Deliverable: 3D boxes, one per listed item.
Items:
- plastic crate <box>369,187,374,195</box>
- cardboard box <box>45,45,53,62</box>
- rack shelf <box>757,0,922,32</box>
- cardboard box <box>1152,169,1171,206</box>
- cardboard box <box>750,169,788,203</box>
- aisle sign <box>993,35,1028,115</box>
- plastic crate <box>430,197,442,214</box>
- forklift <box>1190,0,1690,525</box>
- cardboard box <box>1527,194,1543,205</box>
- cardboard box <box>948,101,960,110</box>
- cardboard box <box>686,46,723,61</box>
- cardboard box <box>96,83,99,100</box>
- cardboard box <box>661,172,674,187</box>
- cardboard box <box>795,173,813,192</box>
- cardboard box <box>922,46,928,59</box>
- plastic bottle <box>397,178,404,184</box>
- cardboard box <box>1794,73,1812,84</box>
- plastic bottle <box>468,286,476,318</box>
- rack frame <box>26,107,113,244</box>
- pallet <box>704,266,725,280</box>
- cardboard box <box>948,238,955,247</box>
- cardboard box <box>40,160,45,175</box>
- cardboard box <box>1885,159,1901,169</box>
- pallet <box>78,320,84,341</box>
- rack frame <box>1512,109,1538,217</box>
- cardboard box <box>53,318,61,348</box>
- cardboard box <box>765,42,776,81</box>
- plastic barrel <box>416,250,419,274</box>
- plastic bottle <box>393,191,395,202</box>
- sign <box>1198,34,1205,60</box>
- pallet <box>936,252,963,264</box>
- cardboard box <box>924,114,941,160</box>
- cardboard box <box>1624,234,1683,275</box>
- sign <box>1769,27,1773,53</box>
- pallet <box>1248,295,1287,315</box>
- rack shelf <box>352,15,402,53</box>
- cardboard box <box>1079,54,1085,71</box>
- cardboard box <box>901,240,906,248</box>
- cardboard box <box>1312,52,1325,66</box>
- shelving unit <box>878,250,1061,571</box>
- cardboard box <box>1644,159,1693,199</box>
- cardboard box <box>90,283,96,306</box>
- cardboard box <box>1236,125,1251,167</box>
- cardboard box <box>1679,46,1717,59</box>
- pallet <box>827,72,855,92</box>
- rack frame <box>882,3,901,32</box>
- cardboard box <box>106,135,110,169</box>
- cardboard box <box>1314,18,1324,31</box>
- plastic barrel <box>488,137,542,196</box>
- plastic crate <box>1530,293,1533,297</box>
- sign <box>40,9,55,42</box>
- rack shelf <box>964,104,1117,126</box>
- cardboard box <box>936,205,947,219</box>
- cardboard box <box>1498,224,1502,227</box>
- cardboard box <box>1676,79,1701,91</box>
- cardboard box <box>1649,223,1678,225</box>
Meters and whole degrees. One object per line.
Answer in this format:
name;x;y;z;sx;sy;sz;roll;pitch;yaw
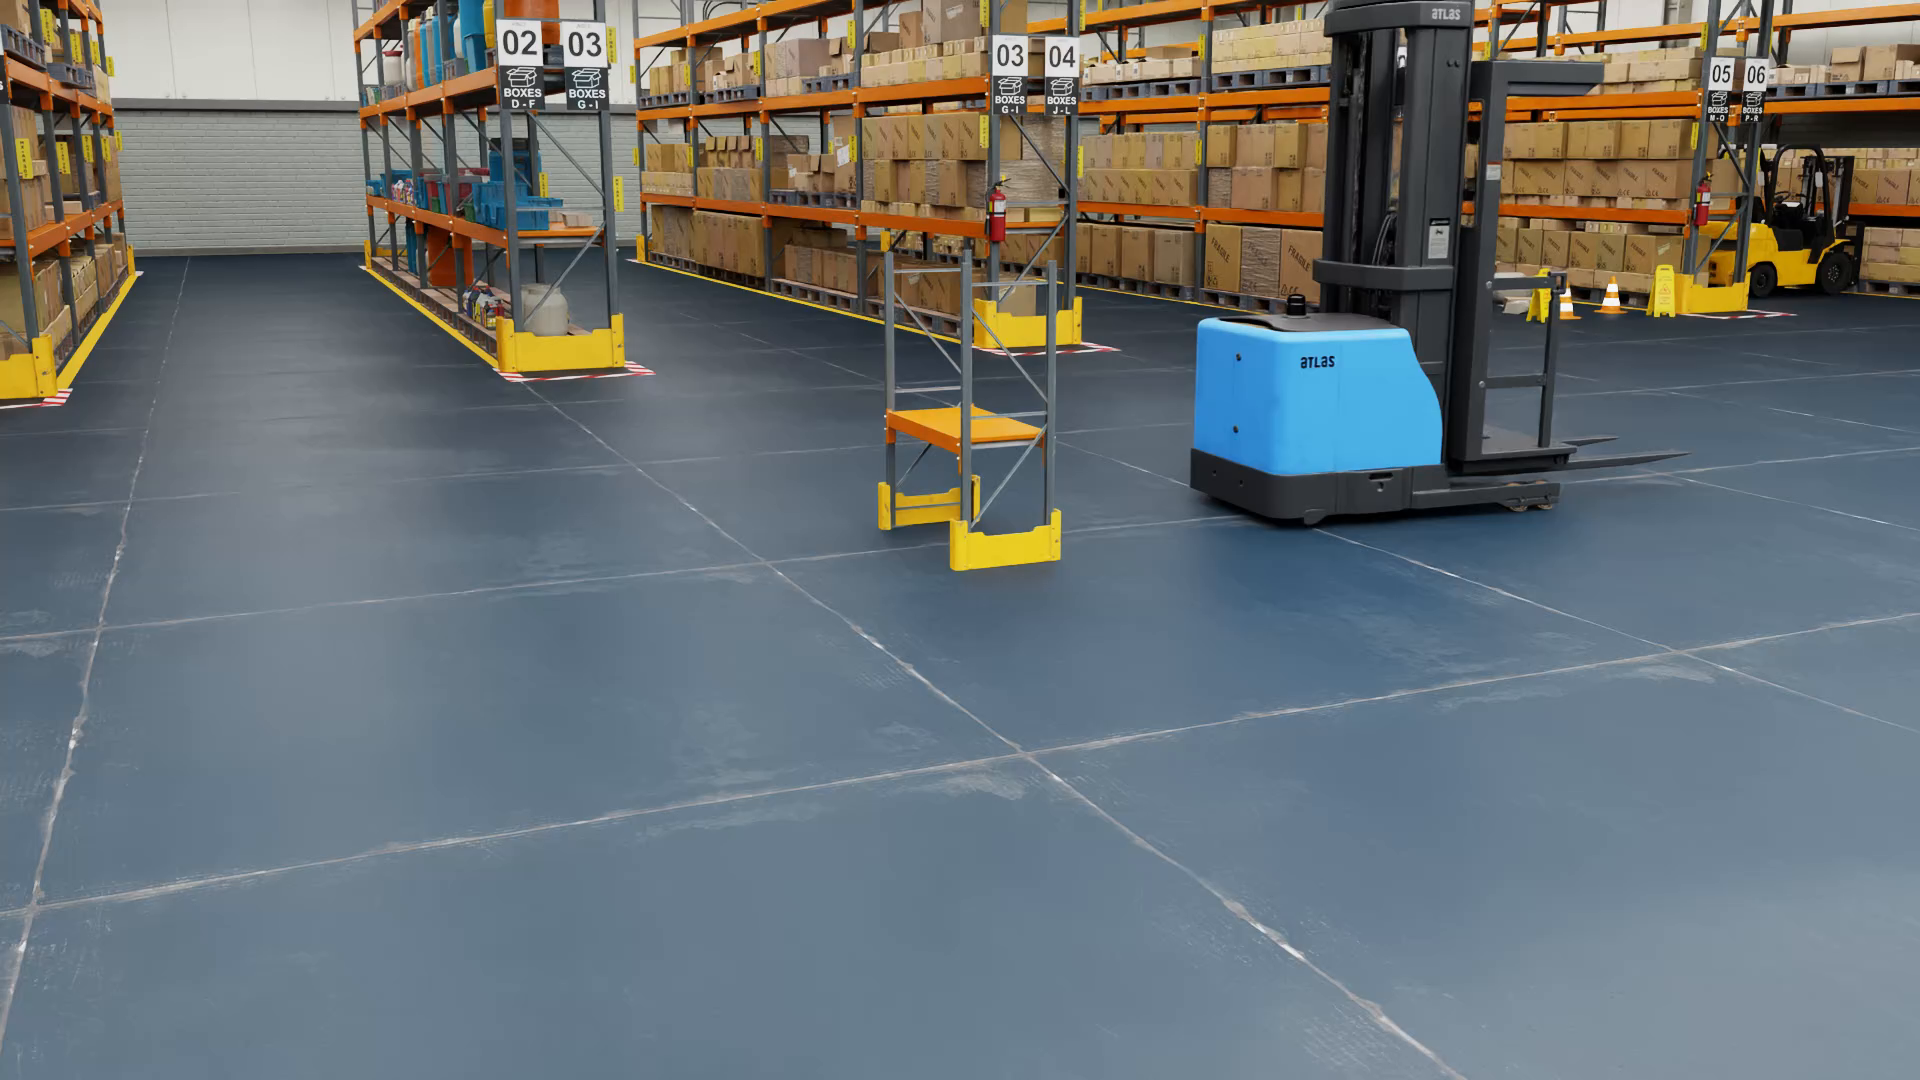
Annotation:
plastic crate;-10.058;-6.028;28.716;0.250;0.136;0.298;-6;14;-23
cardboard box;-11.055;-5.720;19.682;0.500;0.250;0.500;-5;14;-21
rack shelf;-1.636;-7.181;22.422;1.077;0.370;4.000;-6;14;-23
cardboard box;3.094;-5.054;23.834;0.500;0.500;0.500;-6;14;-24
cardboard box;-2.862;-5.345;25.090;0.500;0.500;0.500;-5;14;-21
aisle sign;0.518;-4.791;17.151;0.394;0.787;0.004;-6;14;-23
plastic crate;-6.329;-4.174;20.722;0.450;0.188;0.662;-6;14;-23
forklift;2.942;-1.695;9.695;3.031;2.935;1.130;-5;14;-20
cardboard box;8.428;-4.915;24.012;0.380;0.149;0.250;-5;14;-21
cardboard box;0.102;-7.936;30.185;0.500;0.250;0.500;-5;14;-22
cardboard box;-4.410;-8.367;28.678;0.500;0.250;0.500;-7;15;-27
cardboard box;-13.086;-6.660;24.675;0.500;0.250;0.500;-6;14;-23
cardboard box;-5.071;-6.500;29.973;0.500;0.250;0.500;-6;14;-24
cardboard box;-1.976;-4.981;23.141;0.500;0.250;0.500;-6;14;-25
cardboard box;-0.211;-5.506;18.803;0.380;0.149;0.250;-6;15;-26
plastic bottle;-8.717;-5.461;25.924;0.144;0.351;0.185;-6;14;-23
cardboard box;13.001;-7.048;25.421;0.380;0.149;0.250;-5;14;-21
plastic bottle;-5.430;-2.663;18.621;0.144;0.351;0.185;-5;14;-21
rack frame;-13.118;-5.149;24.466;1.000;3.000;0.127;-6;14;-23
pallet;-3.661;-4.532;27.983;1.003;0.211;1.213;-6;14;-23
cardboard box;0.009;-5.522;30.808;0.380;0.149;0.250;-6;14;-26
cardboard box;-9.510;-3.773;16.859;0.380;0.149;0.250;-6;14;-24
cardboard box;13.733;-5.481;24.238;0.380;0.149;0.250;-6;14;-23
pallet;-10.244;-2.287;18.281;1.003;0.211;1.213;-6;14;-23
rack frame;8.246;-5.285;25.055;1.000;3.000;0.127;-6;14;-23
cardboard box;-8.921;-1.976;15.922;0.500;0.250;0.500;-6;14;-23
cardboard box;-2.484;-6.850;23.832;0.500;0.500;0.500;-5;14;-22
plastic barrel;-7.947;-4.203;24.965;0.421;0.512;0.421;0;13;0
plastic bottle;-8.705;-5.335;25.709;0.097;0.201;0.097;0;13;0
sign;3.257;-6.633;22.380;0.100;0.325;0.005;-6;14;-23
pallet;0.244;-5.247;31.074;1.003;0.211;1.213;-6;14;-23
cardboard box;-0.083;-4.542;18.745;0.500;0.500;0.500;-6;14;-23
cardboard box;9.288;-3.831;22.275;0.500;0.500;0.500;-6;14;-23
sign;10.345;-6.395;21.259;0.100;0.325;0.005;-6;14;-23
pallet;4.476;-3.042;21.547;1.003;0.211;1.213;-6;14;-23
rack shelf;-9.379;-8.386;27.631;1.077;0.370;4.000;-6;14;-23
cardboard box;1.748;-7.587;26.427;0.396;0.266;0.258;-6;14;-23
cardboard box;-0.960;-5.929;33.224;0.380;0.149;0.250;-6;14;-23
cardboard box;4.501;-5.832;20.167;0.380;0.149;0.250;-6;14;-24
shelving unit;0.031;-0.715;8.633;0.587;1.500;1.083;-6;14;-23
cardboard box;9.378;-4.740;21.816;0.500;0.500;0.500;-6;14;-24
cardboard box;-10.871;-2.995;20.325;0.500;0.250;0.500;-6;14;-24
cardboard box;4.194;-5.234;22.105;0.875;0.550;0.550;-6;14;-23
cardboard box;9.442;-6.230;21.271;0.380;0.149;0.250;-5;14;-22
pallet;-0.984;-5.897;21.463;1.213;0.211;1.003;-6;14;-23
rack frame;-1.056;-10.219;33.068;1.000;3.000;0.127;-6;14;-23
cardboard box;-13.256;-5.914;25.332;0.500;0.500;0.500;-6;14;-25
cardboard box;4.502;-6.221;20.078;0.380;0.149;0.250;-6;14;-23
plastic barrel;-5.250;-4.294;19.661;0.600;0.901;0.708;-6;14;-23
plastic crate;8.123;-3.465;23.662;0.402;0.080;0.583;-12;18;-42
sign;-9.405;-5.299;17.137;0.100;0.325;0.005;-6;14;-23
rack shelf;1.347;-7.168;28.131;1.077;0.370;4.000;-6;14;-23
cardboard box;-0.051;-3.739;18.928;0.380;0.149;0.250;-6;14;-23
cardboard box;10.421;-5.828;32.011;0.500;0.500;0.500;-5;14;-21
cardboard box;9.449;-5.847;21.383;0.380;0.149;0.250;-6;14;-23
cardboard box;11.966;-5.205;29.043;0.875;0.625;0.625;-6;14;-25
